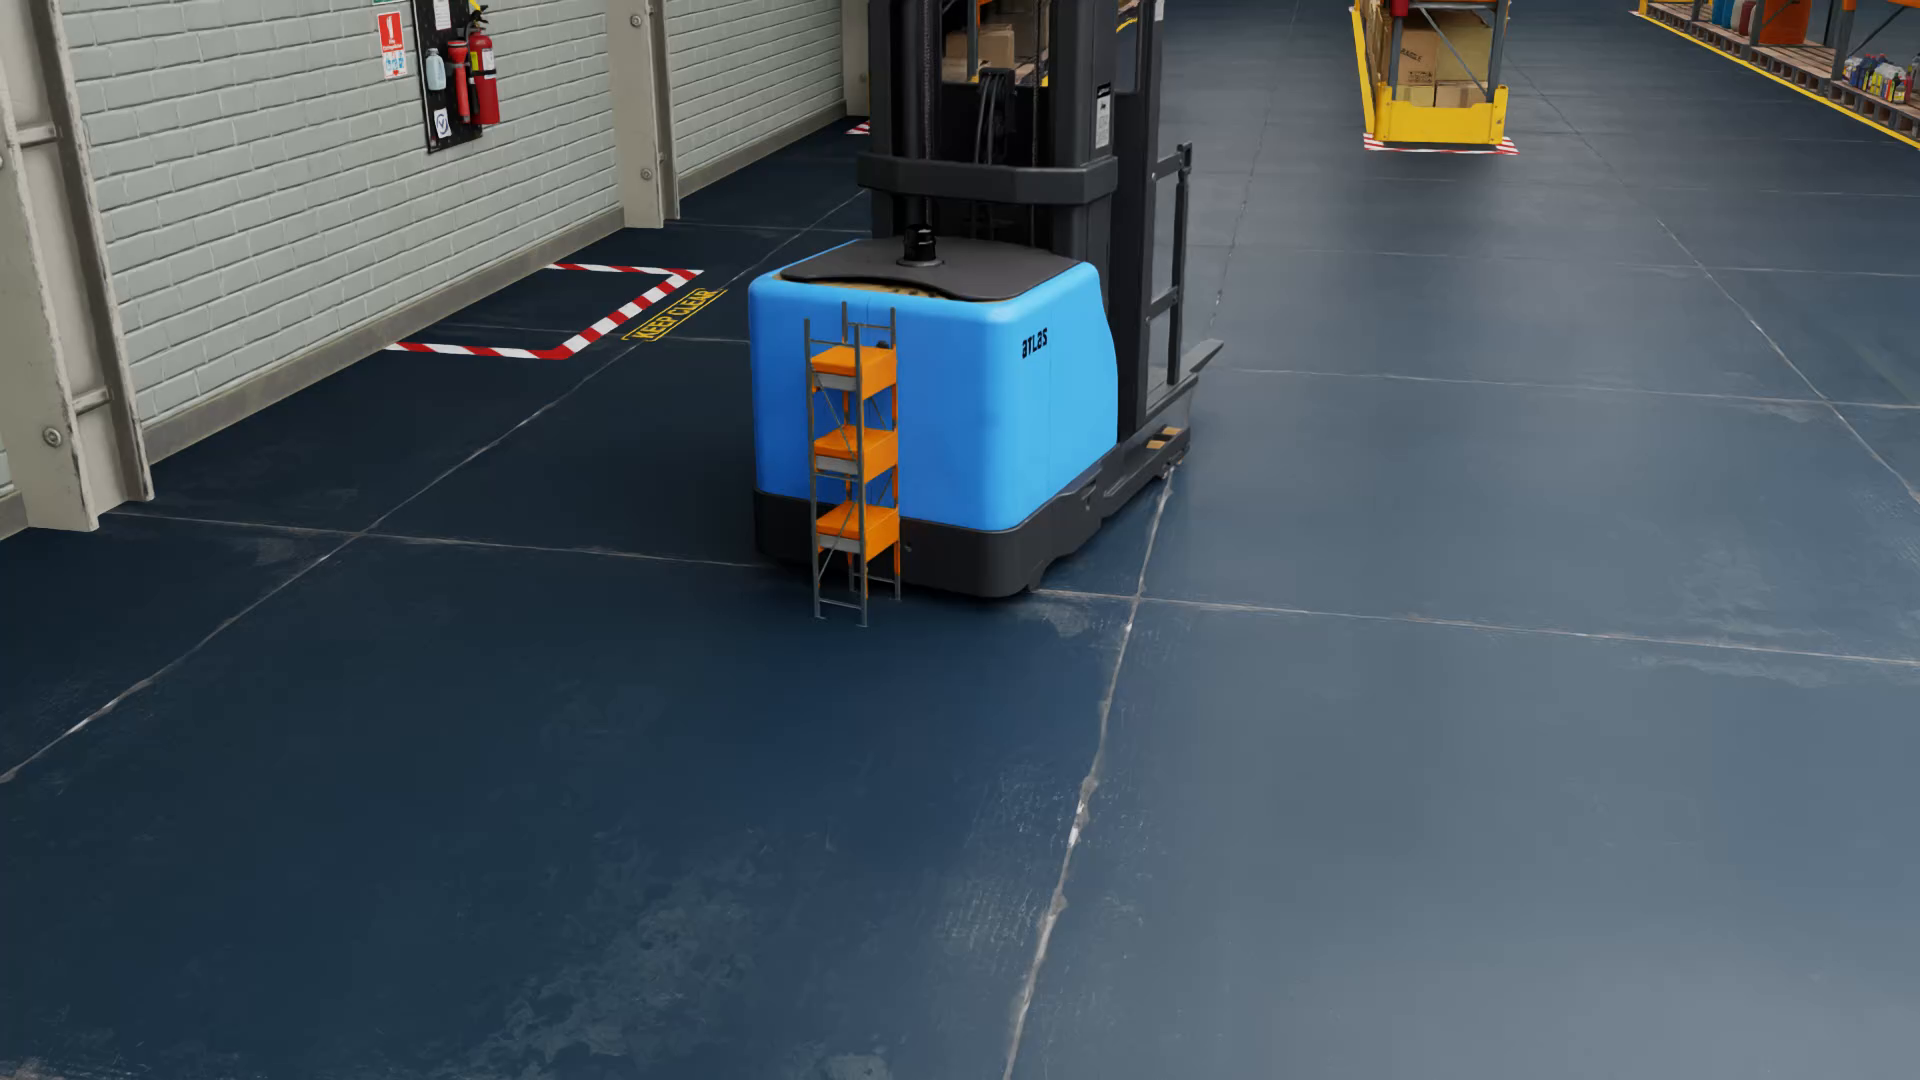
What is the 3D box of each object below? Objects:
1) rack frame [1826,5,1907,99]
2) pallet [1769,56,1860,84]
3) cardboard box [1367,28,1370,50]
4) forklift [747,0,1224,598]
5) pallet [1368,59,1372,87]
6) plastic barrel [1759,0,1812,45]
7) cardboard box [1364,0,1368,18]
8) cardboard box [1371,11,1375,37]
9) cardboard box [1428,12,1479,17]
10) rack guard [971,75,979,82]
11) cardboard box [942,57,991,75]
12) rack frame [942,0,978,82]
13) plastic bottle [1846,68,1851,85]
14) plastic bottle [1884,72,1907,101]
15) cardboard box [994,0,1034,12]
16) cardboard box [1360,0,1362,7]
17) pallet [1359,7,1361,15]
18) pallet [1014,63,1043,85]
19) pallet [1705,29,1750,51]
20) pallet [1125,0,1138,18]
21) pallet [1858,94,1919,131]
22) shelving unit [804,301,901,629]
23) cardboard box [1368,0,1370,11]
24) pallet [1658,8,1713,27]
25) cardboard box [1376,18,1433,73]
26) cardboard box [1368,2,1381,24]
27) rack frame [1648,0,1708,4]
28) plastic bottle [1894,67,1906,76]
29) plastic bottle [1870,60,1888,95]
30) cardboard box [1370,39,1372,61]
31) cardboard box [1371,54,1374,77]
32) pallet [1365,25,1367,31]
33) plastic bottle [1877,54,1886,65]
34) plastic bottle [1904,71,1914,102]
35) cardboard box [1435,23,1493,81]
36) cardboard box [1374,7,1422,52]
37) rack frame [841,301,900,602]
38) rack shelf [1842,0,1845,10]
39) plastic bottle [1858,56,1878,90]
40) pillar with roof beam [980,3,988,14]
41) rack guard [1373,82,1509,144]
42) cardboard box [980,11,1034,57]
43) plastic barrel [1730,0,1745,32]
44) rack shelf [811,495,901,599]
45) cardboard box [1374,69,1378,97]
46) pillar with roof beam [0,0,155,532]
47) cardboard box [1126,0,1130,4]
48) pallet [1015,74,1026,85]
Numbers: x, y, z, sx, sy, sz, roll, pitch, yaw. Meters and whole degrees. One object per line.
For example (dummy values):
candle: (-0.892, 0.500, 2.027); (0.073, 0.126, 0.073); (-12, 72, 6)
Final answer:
rack frame: (10.194, -6.281, 17.935); (1.000, 3.000, 0.127); (4, 22, 11)
pallet: (10.563, -5.726, 20.288); (1.003, 0.211, 1.213); (4, 22, 11)
cardboard box: (5.566, -6.499, 21.594); (0.500, 0.250, 0.500); (4, 22, 10)
forklift: (0.341, -1.677, 6.594); (1.130, 2.935, 3.031); (10, 24, 24)
pallet: (5.458, -5.639, 20.073); (1.003, 0.211, 1.213); (4, 22, 11)
plastic barrel: (11.093, -7.113, 22.342); (0.600, 0.830, 0.708); (4, 22, 11)
cardboard box: (6.641, -8.472, 26.132); (0.500, 0.500, 0.500); (3, 22, 8)
cardboard box: (5.352, -6.383, 20.555); (0.500, 0.311, 0.500); (4, 22, 11)
cardboard box: (5.253, -5.376, 17.802); (0.500, 0.500, 0.500); (4, 22, 11)
rack guard: (-0.305, -4.442, 16.714); (1.175, 0.500, 0.348); (4, 22, 11)
cardboard box: (0.025, -4.985, 17.727); (0.500, 0.311, 0.500); (6, 23, 15)
rack frame: (-0.321, -5.574, 16.178); (1.000, 3.000, 0.127); (4, 22, 11)
plastic bottle: (9.658, -5.030, 17.985); (0.097, 0.201, 0.097); (0, 22, 0)
plastic bottle: (9.402, -4.554, 16.704); (0.152, 0.276, 0.135); (5, 22, 11)
cardboard box: (0.716, -6.861, 21.127); (0.500, 0.250, 0.500); (4, 22, 10)
cardboard box: (6.970, -9.047, 27.813); (0.500, 0.311, 0.500); (4, 22, 11)
pallet: (7.617, -9.436, 29.501); (1.003, 0.211, 1.213); (4, 22, 11)
pallet: (0.393, -5.495, 19.715); (1.003, 0.211, 1.213); (4, 22, 11)
pallet: (11.381, -7.187, 23.917); (1.003, 0.211, 1.213); (4, 22, 11)
pallet: (2.606, -9.389, 29.383); (1.003, 0.211, 1.213); (4, 22, 11)
pallet: (9.769, -4.298, 16.743); (1.003, 0.211, 1.213); (4, 22, 11)
shelving unit: (-0.353, -0.246, 5.559); (0.215, 1.050, 0.252); (10, 24, 24)
cardboard box: (6.229, -7.717, 24.257); (0.500, 0.500, 0.500); (4, 22, 9)
pallet: (12.185, -8.633, 27.507); (1.003, 0.211, 1.213); (4, 22, 11)
cardboard box: (4.537, -5.050, 16.993); (0.500, 0.500, 0.500); (4, 22, 11)
cardboard box: (5.669, -6.941, 21.940); (0.500, 0.311, 0.500); (4, 22, 10)
rack frame: (12.643, -10.670, 28.832); (1.000, 3.000, 0.127); (4, 22, 11)
plastic bottle: (9.648, -4.732, 17.145); (0.152, 0.276, 0.135); (4, 22, 11)
plastic bottle: (9.498, -4.769, 17.136); (0.144, 0.351, 0.185); (4, 22, 10)
cardboard box: (5.251, -5.938, 20.202); (0.500, 0.250, 0.500); (4, 22, 10)
cardboard box: (4.847, -5.251, 18.494); (0.500, 0.250, 0.500); (4, 22, 11)
pallet: (6.849, -7.992, 25.916); (1.003, 0.211, 1.213); (4, 22, 11)
plastic bottle: (9.764, -4.982, 17.666); (0.144, 0.351, 0.185); (4, 22, 11)
plastic bottle: (9.506, -4.550, 16.683); (0.061, 0.283, 0.133); (4, 22, 11)
cardboard box: (4.957, -4.827, 16.438); (0.500, 0.500, 0.500); (4, 22, 11)
cardboard box: (4.850, -5.598, 18.354); (0.500, 0.500, 0.500); (4, 22, 11)
rack frame: (-0.300, -0.287, 5.661); (0.200, 1.050, 0.008); (10, 24, 24)
rack shelf: (10.602, -6.679, 19.886); (1.077, 0.370, 4.000); (4, 22, 11)
plastic bottle: (9.585, -4.924, 17.522); (0.144, 0.351, 0.185); (4, 22, 9)
pillar with roof beam: (4.414, -10.545, 20.490); (9.100, 9.000, 0.400); (4, 22, 11)
rack guard: (4.525, -4.029, 15.689); (1.175, 0.500, 0.348); (4, 22, 11)
cardboard box: (0.629, -6.352, 20.867); (0.700, 0.500, 0.500); (5, 23, 13)
plastic barrel: (11.352, -7.592, 23.956); (0.421, 0.512, 0.421); (0, 22, 0)
rack shelf: (-0.353, 0.022, 5.667); (0.215, 0.259, 0.240); (10, 24, 24)
cardboard box: (4.540, -4.702, 17.133); (0.500, 0.250, 0.500); (4, 22, 11)
pillar with roof beam: (0.741, -3.962, 4.145); (9.100, 9.000, 0.400); (4, 22, 11)
cardboard box: (2.593, -9.634, 29.044); (0.700, 0.500, 0.500); (5, 22, 12)
pallet: (0.146, -5.047, 18.603); (1.003, 0.211, 1.213); (4, 22, 11)
